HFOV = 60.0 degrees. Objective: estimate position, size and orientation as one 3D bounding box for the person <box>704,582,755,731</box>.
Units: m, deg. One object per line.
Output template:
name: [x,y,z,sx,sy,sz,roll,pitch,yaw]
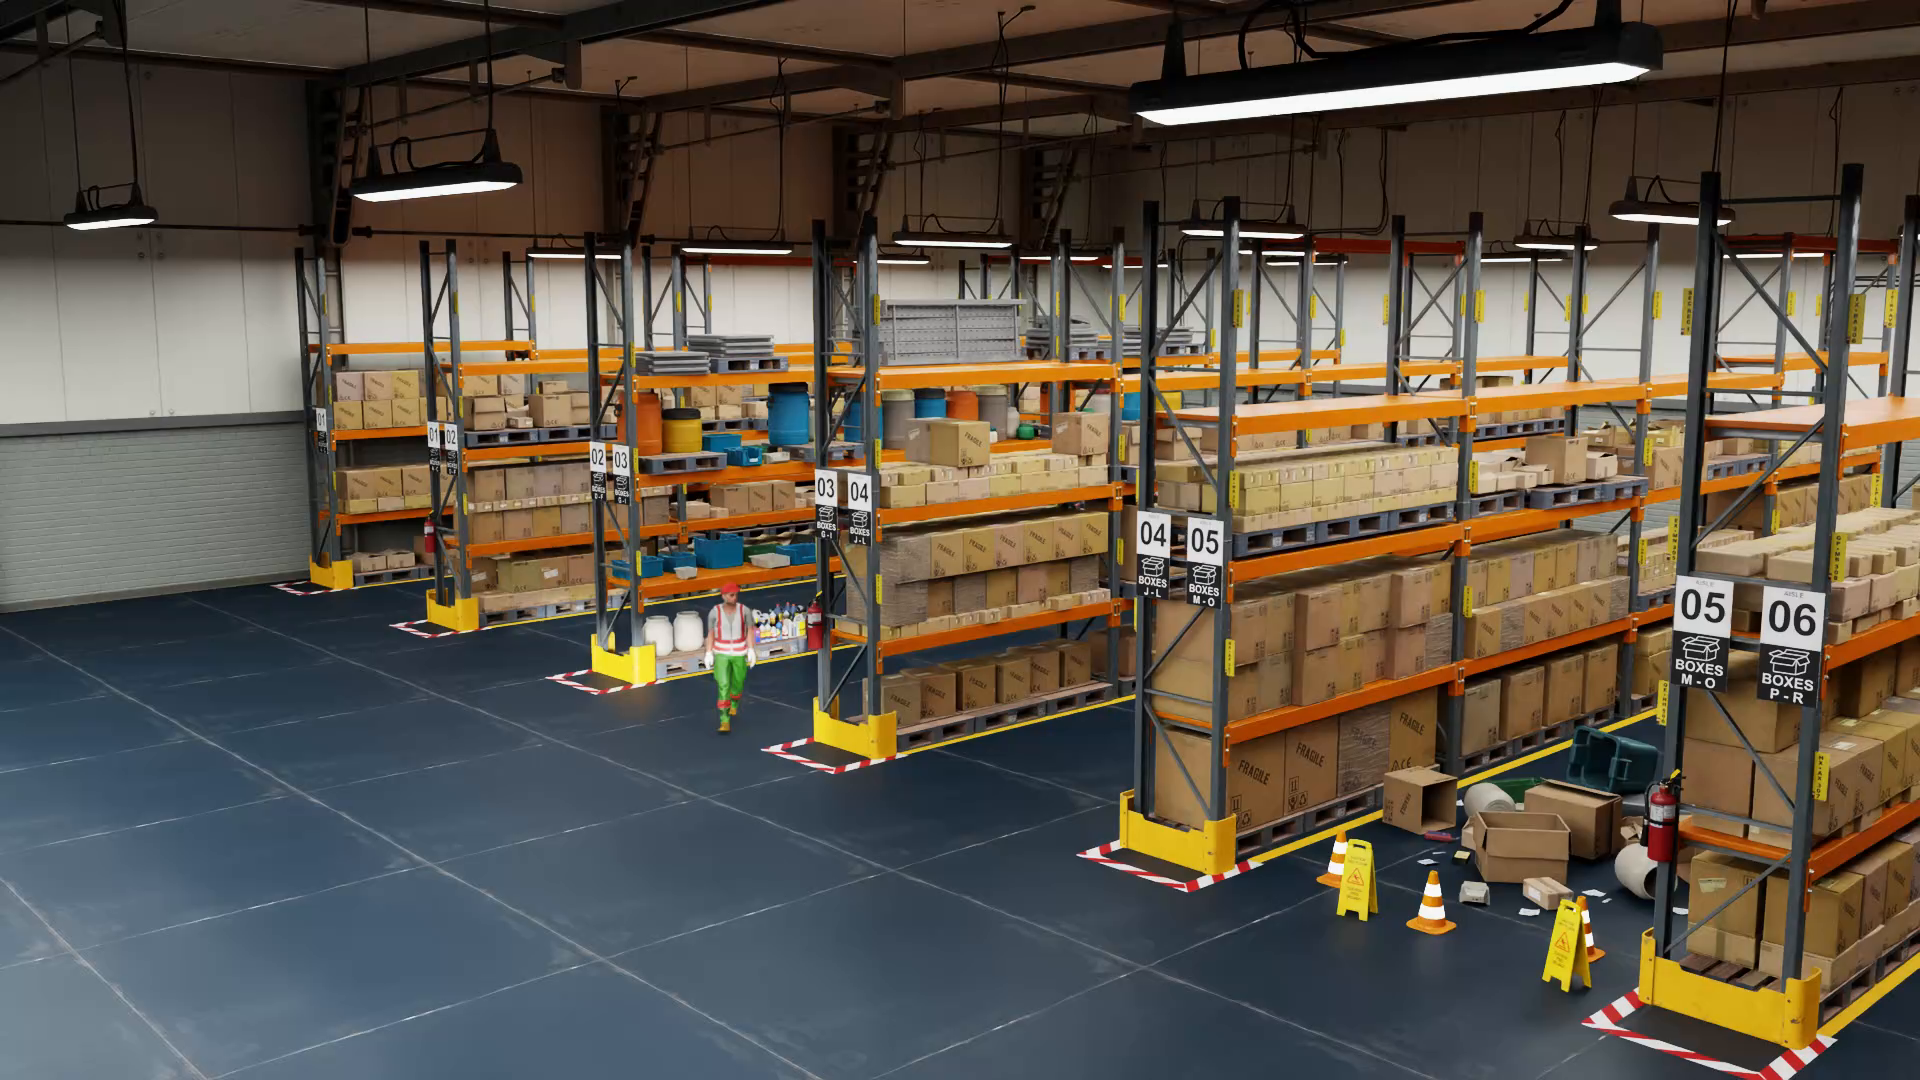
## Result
person: [-2.778,1.369,20.065,0.606,1.764,0.911,-3,9,-17]
